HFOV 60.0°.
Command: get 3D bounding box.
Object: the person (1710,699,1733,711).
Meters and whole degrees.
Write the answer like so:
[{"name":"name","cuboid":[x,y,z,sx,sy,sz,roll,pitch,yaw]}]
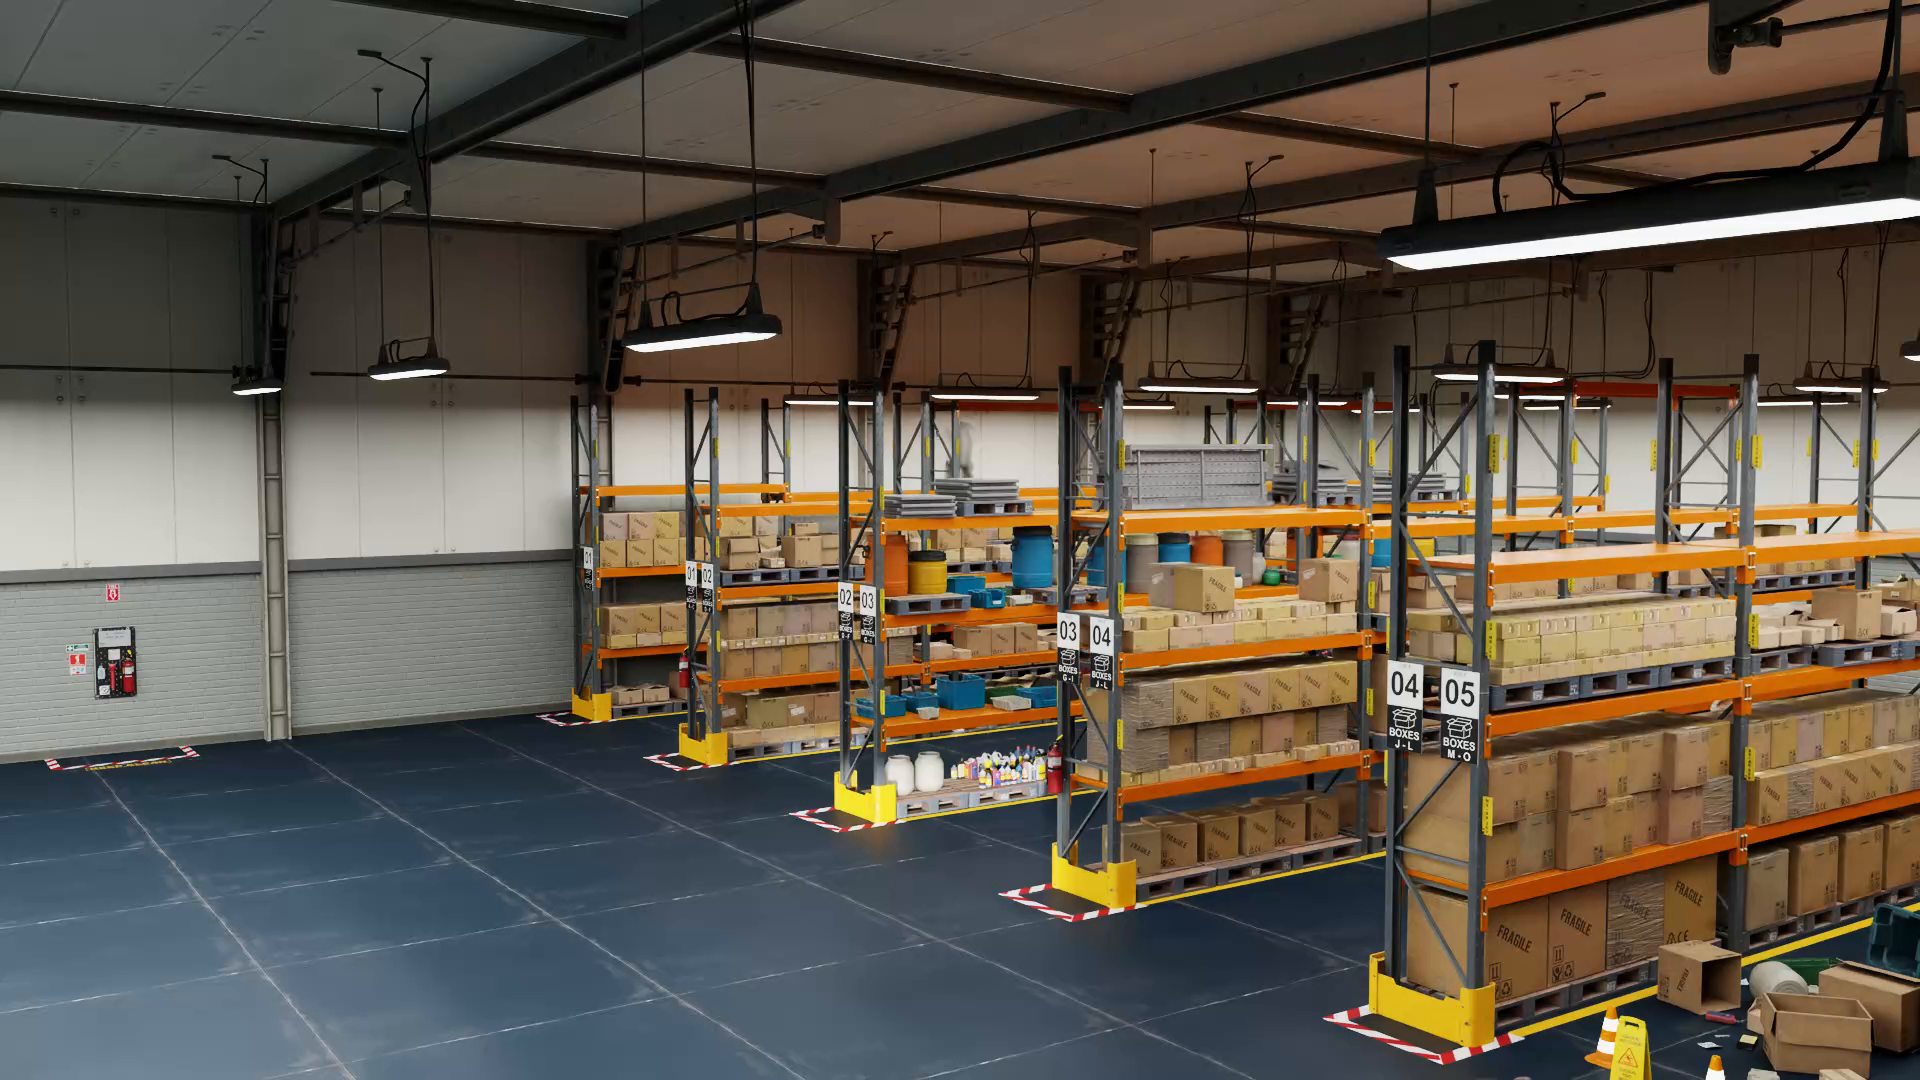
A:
[{"name":"person","cuboid":[10.610,2.862,23.103,0.983,1.805,0.650,-2,4,-34]}]
